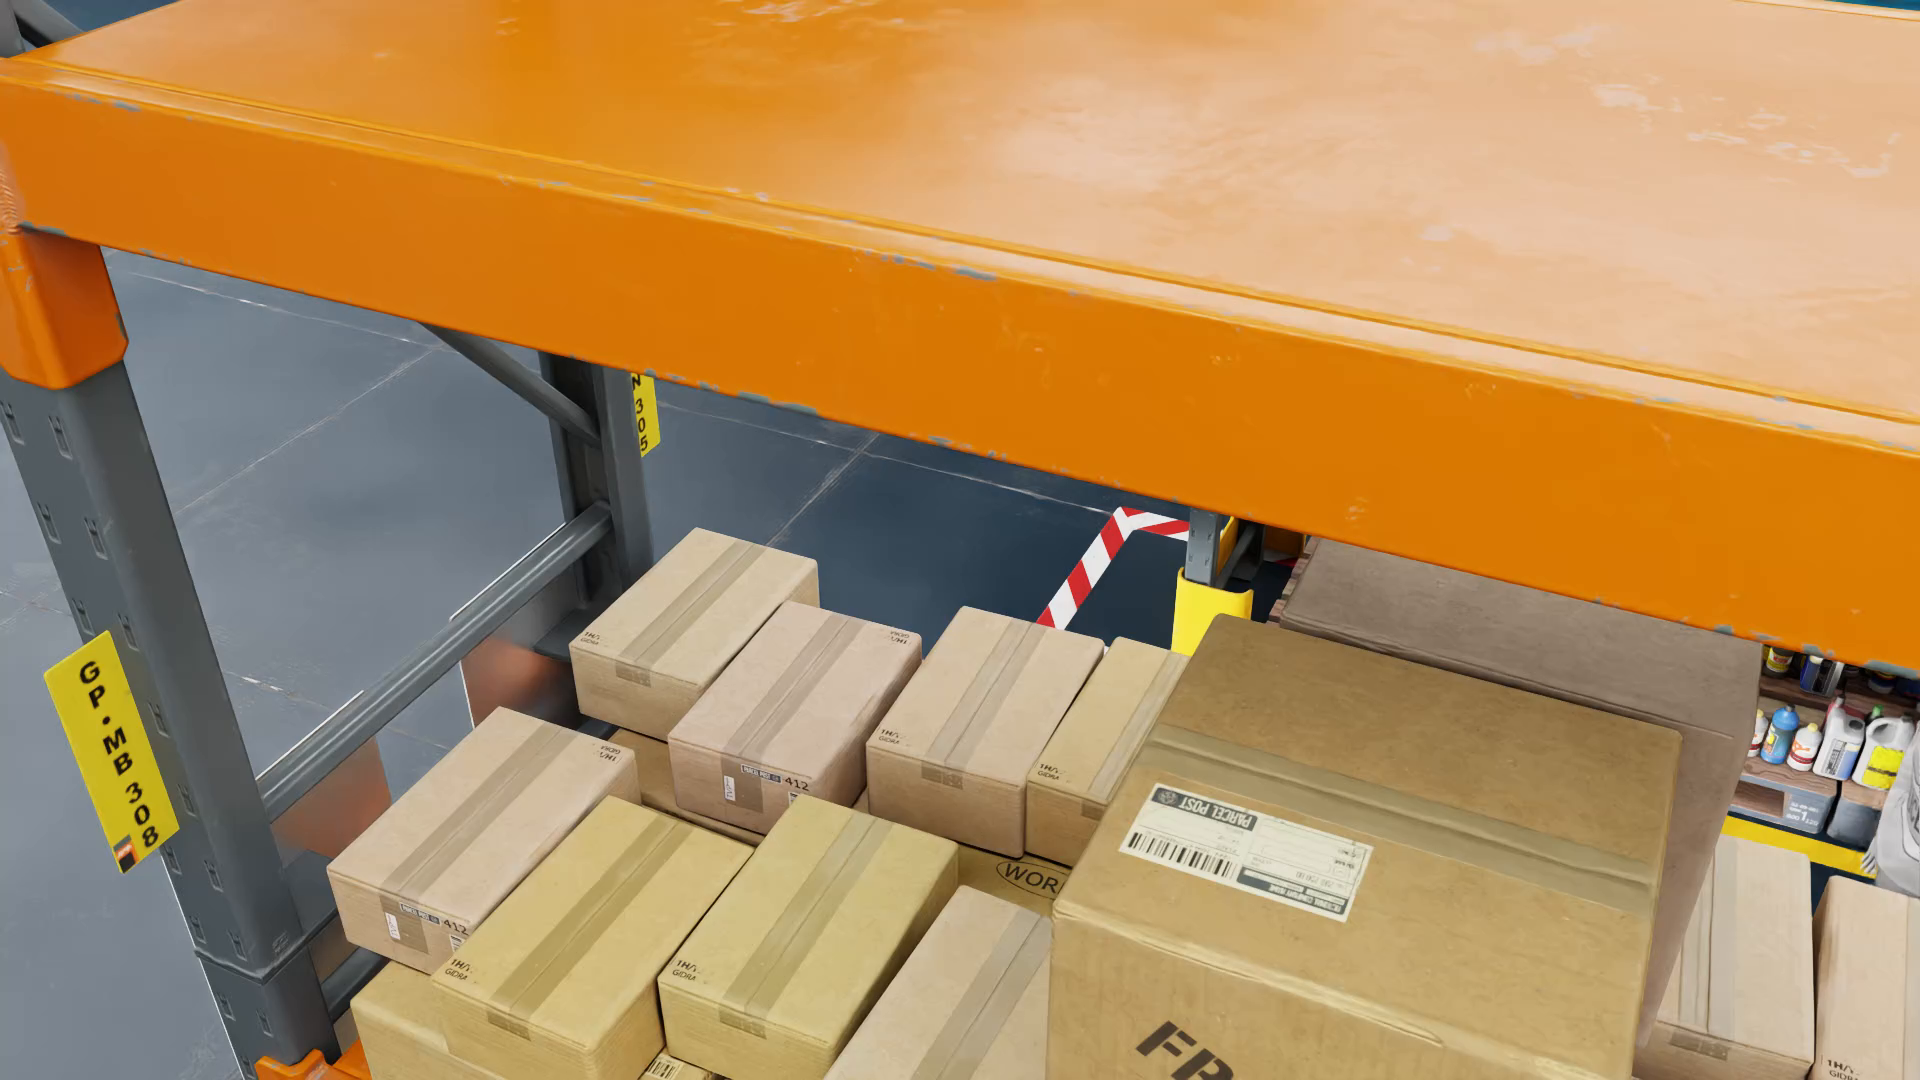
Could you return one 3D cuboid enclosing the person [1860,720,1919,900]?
[{"bbox_3d":[3.137,1.081,5.488,0.884,1.652,0.484,14,36,19],"label":"person"}]
